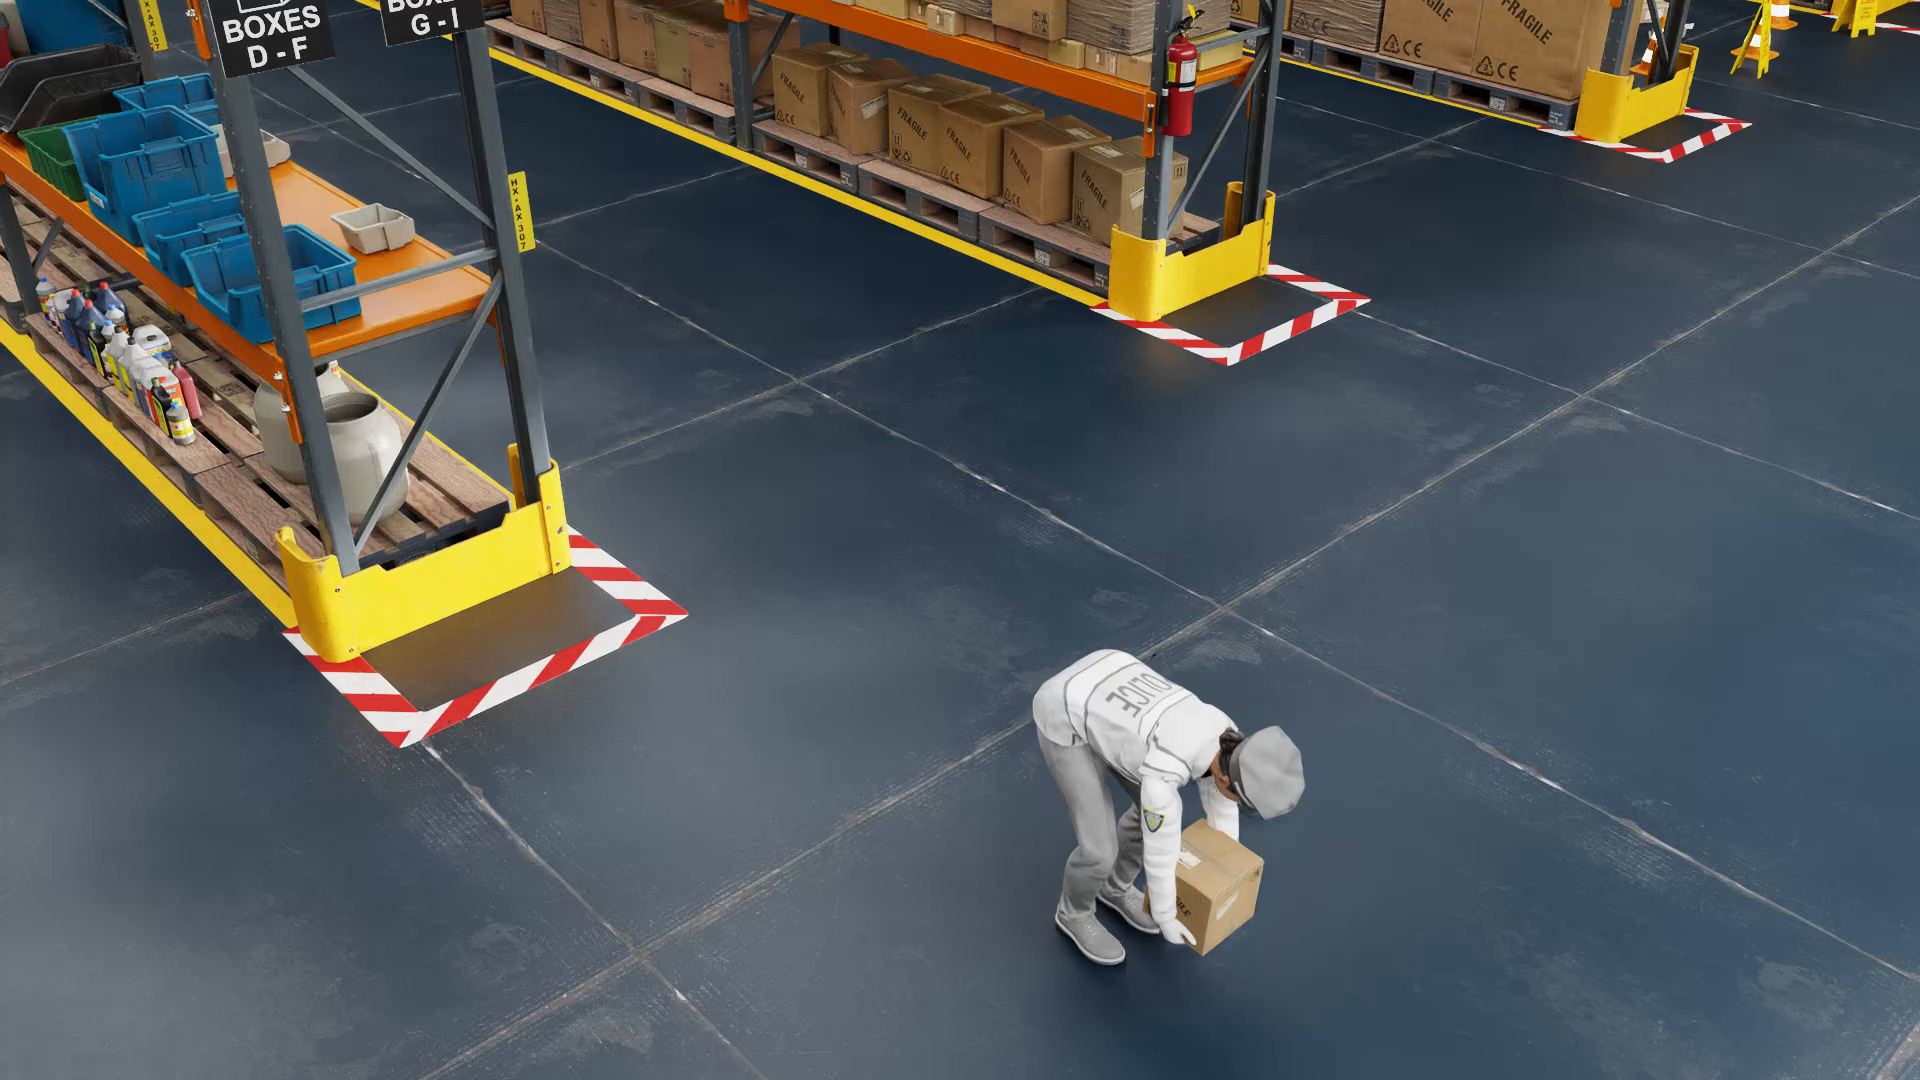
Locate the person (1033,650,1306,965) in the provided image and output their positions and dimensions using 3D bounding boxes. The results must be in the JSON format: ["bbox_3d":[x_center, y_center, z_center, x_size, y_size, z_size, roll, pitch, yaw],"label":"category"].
[{"bbox_3d":[0.628,0.899,5.225,0.405,1.106,0.926,-28,41,-37],"label":"person"}]
